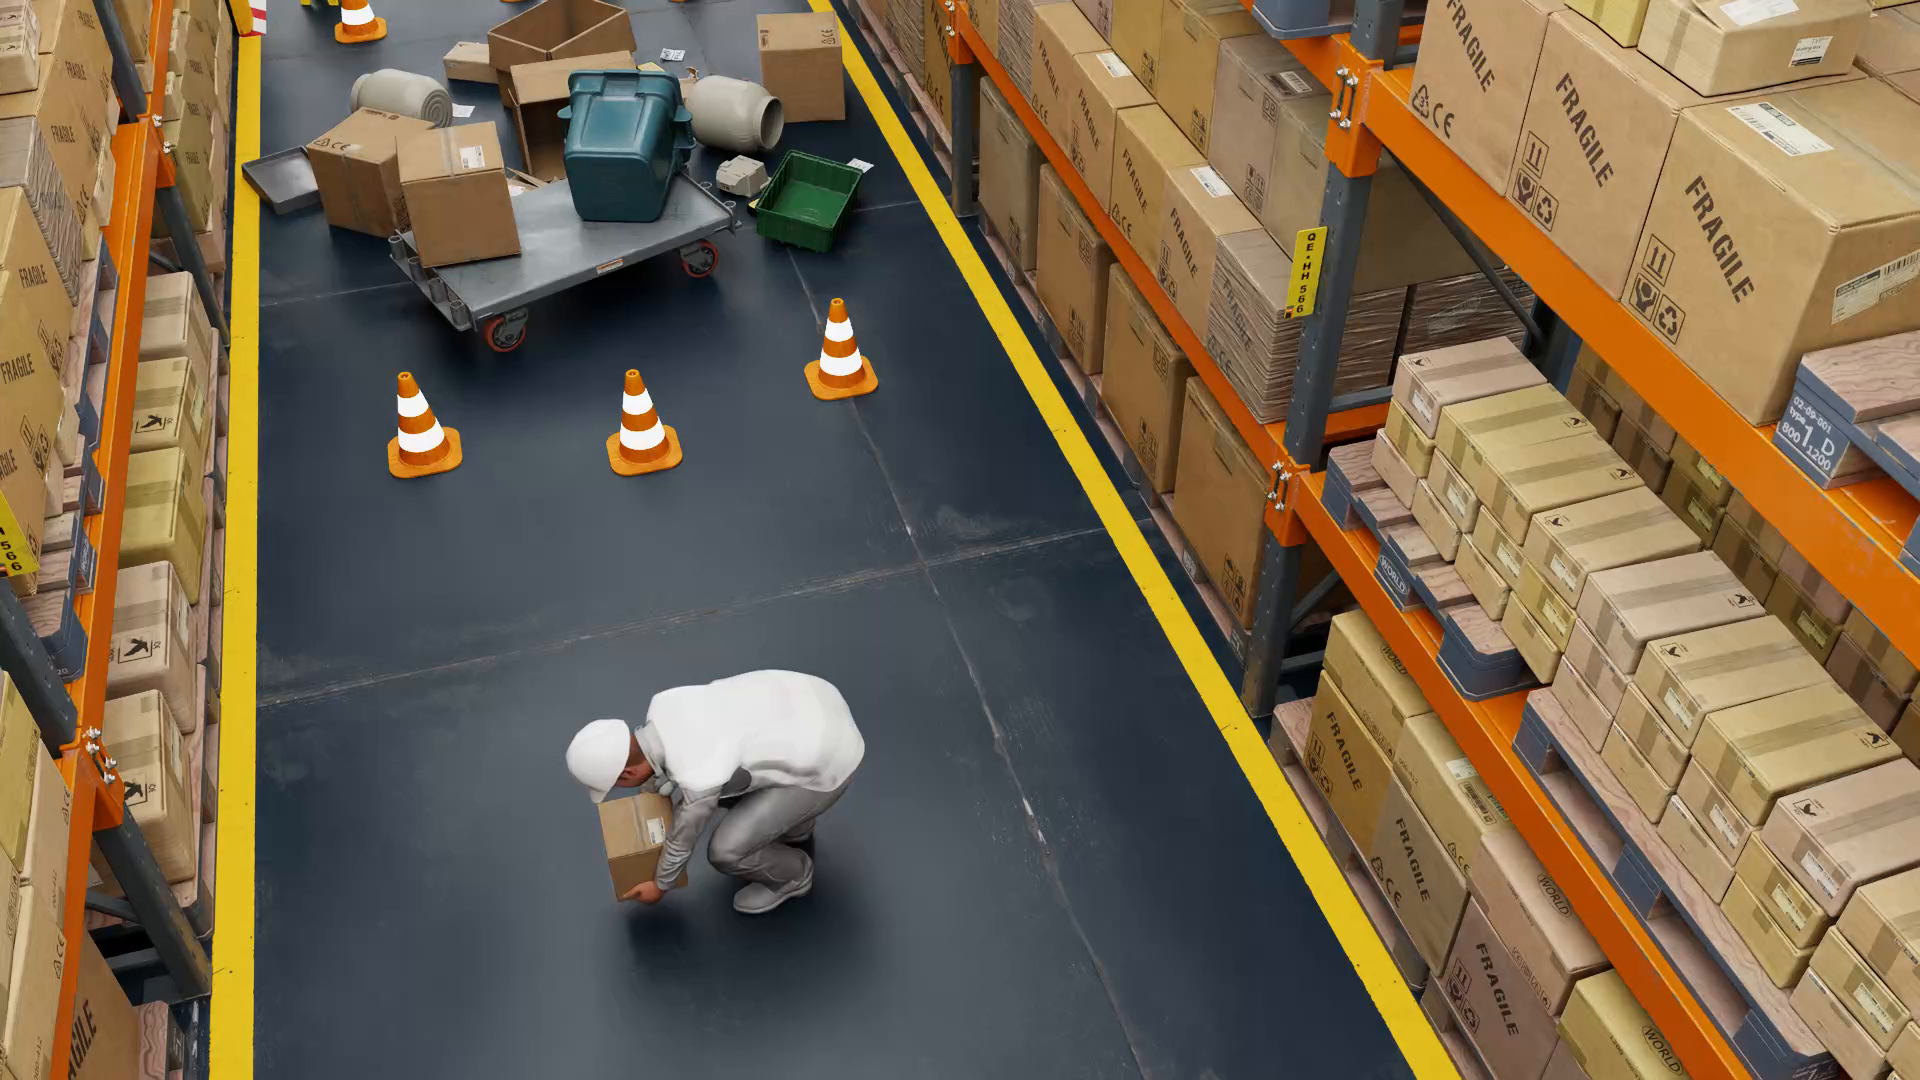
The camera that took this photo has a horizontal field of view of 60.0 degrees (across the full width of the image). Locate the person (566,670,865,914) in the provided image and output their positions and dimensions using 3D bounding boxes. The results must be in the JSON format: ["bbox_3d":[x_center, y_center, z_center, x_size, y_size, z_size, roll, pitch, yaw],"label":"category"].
[{"bbox_3d":[-0.818,0.876,5.757,0.973,0.988,0.506,-13,44,-14],"label":"person"}]
